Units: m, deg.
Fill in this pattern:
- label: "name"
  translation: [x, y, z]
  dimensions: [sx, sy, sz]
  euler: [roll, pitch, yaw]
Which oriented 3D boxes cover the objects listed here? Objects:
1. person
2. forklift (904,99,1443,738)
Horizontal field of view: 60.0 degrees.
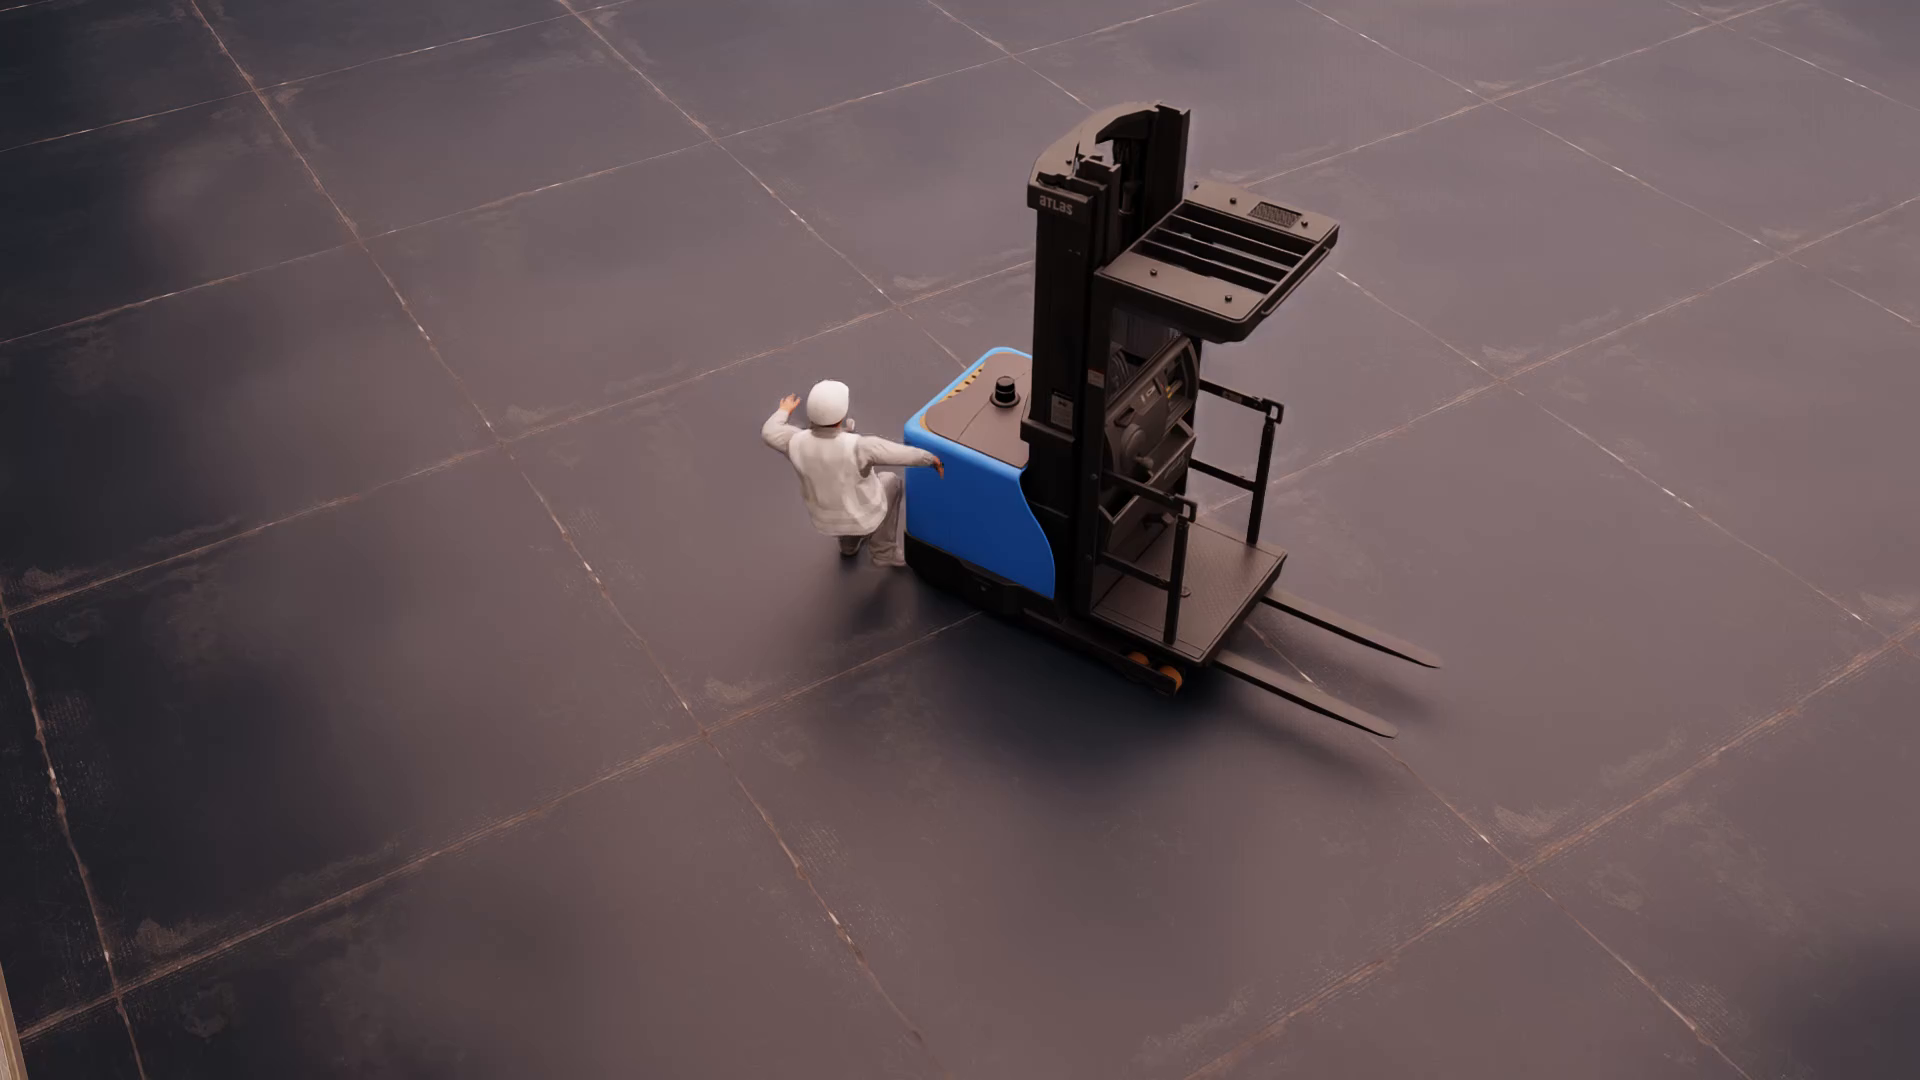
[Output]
- label: "person"
  translation: [-0.581, -0.381, 9.370]
  dimensions: [1.020, 1.543, 0.871]
  euler: [5, 41, 6]
- label: "forklift"
  translation: [1.178, -0.652, 8.617]
  dimensions: [3.031, 2.935, 1.130]
  euler: [24, 47, 25]
